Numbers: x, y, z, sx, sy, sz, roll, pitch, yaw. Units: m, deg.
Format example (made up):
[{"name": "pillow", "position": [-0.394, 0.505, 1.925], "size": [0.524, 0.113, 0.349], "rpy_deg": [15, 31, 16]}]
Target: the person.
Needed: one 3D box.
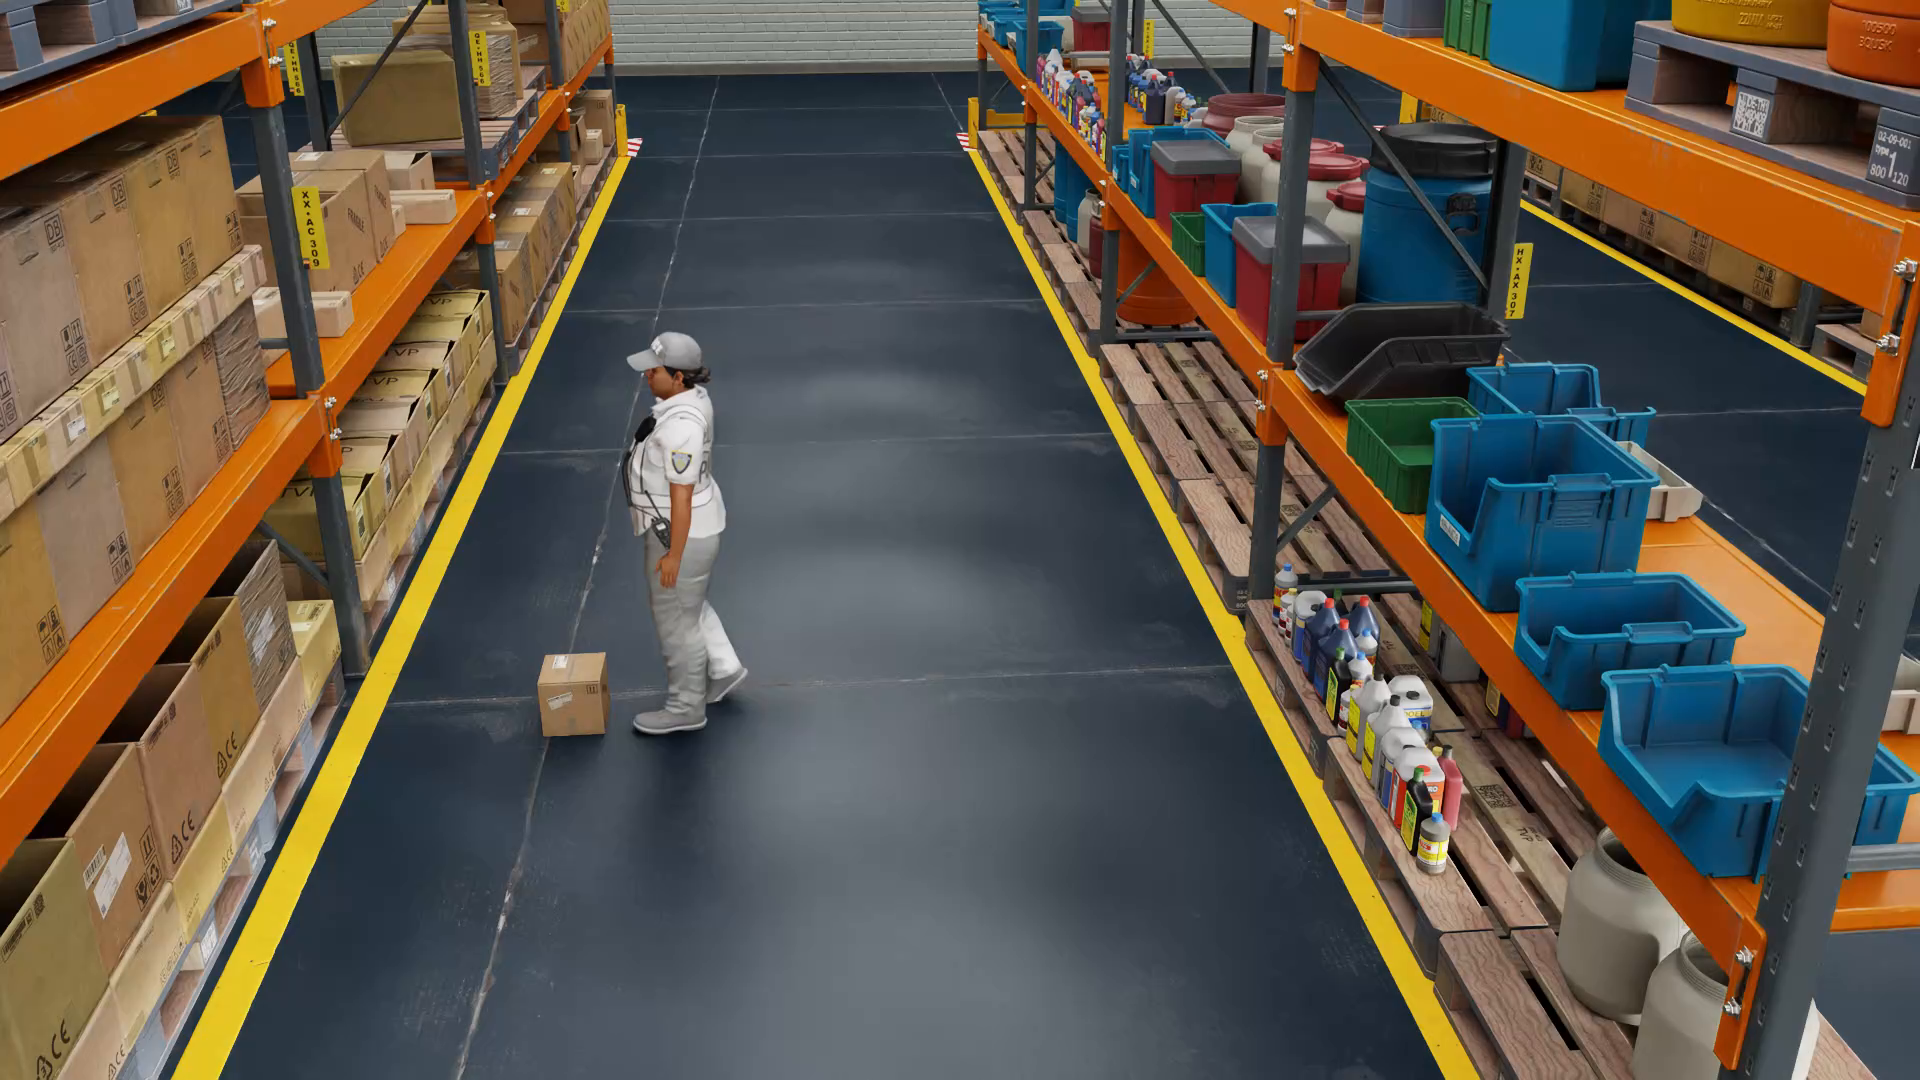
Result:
[{"name": "person", "position": [-1.123, 0.011, 6.657], "size": [0.470, 1.740, 0.482], "rpy_deg": [-2, 24, -4]}]
